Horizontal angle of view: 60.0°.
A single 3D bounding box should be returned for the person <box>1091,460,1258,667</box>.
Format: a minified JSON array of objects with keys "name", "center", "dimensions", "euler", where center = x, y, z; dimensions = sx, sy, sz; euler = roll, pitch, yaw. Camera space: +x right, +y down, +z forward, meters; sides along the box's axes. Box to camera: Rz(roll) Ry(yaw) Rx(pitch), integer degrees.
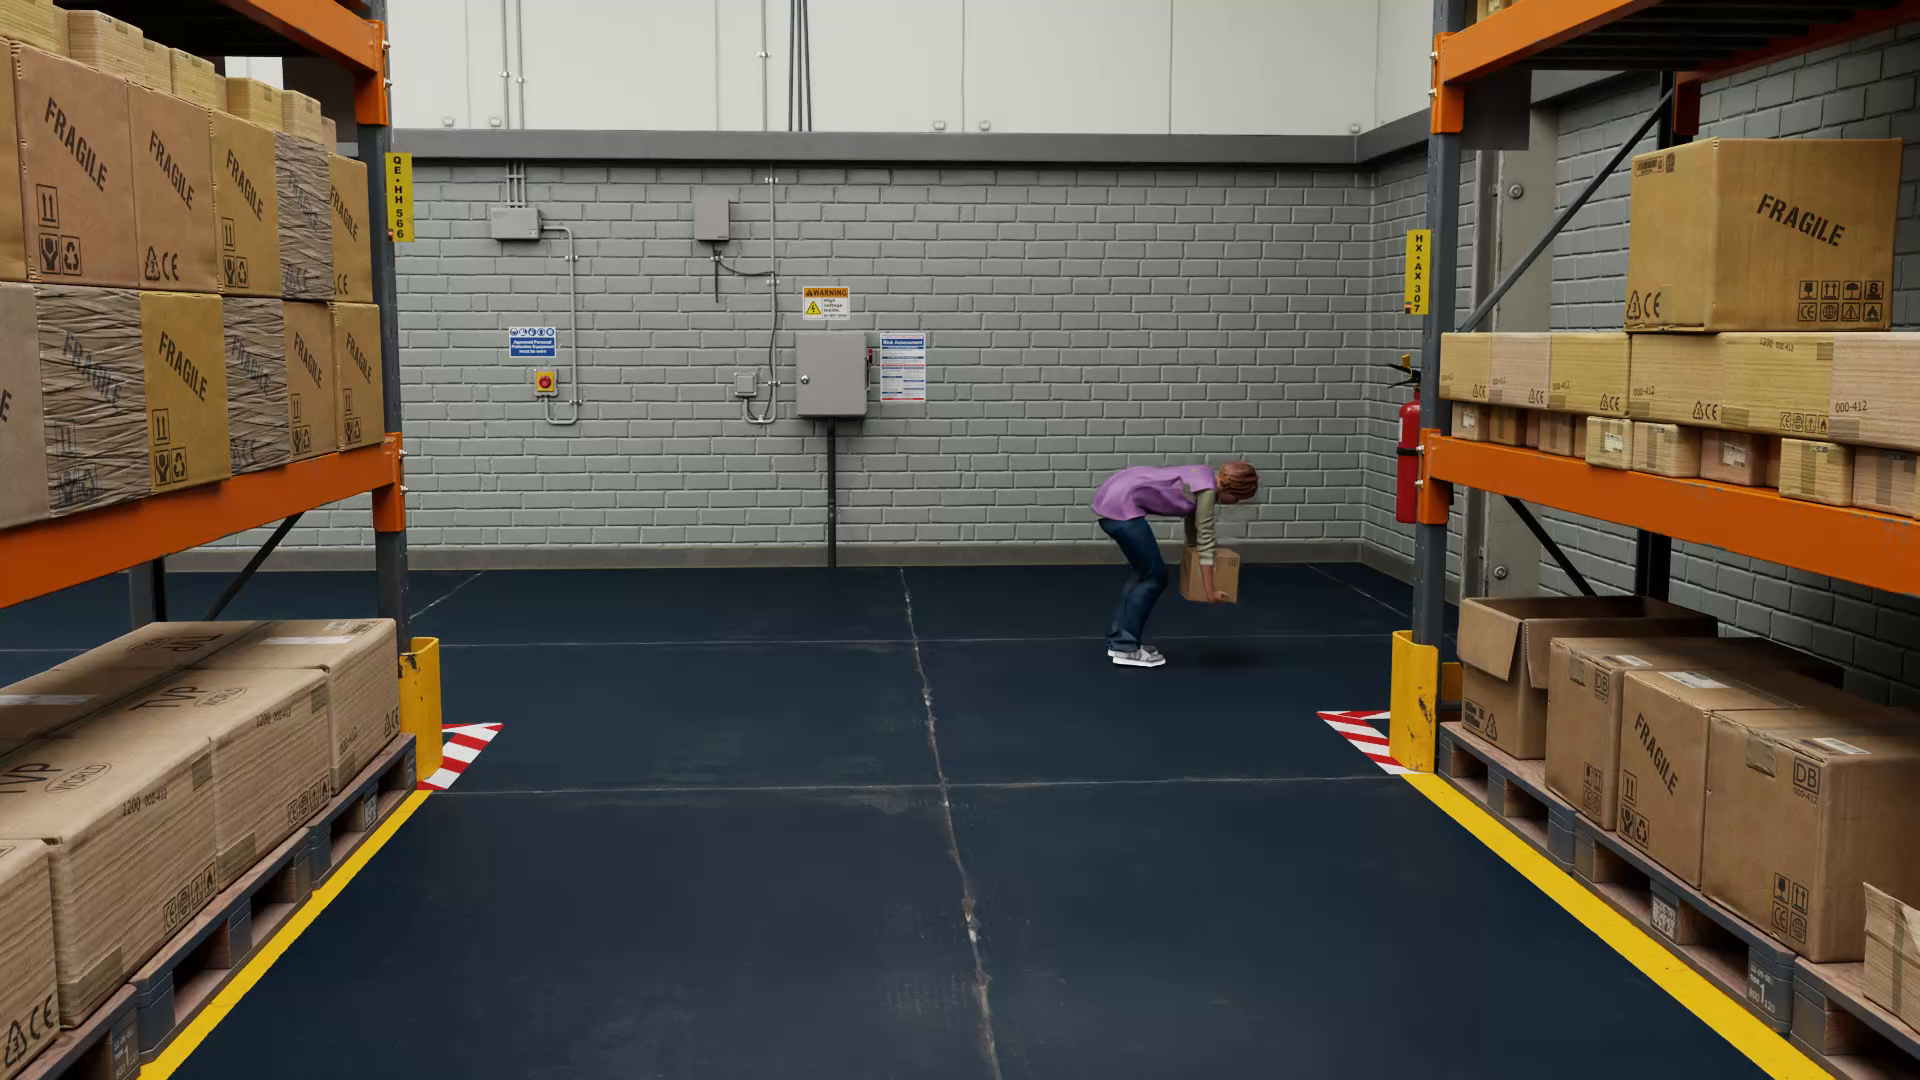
[{"name":"person","center":[1.111,0.116,8.607],"dimensions":[0.864,1.047,0.390],"euler":[-1,7,-6]}]
